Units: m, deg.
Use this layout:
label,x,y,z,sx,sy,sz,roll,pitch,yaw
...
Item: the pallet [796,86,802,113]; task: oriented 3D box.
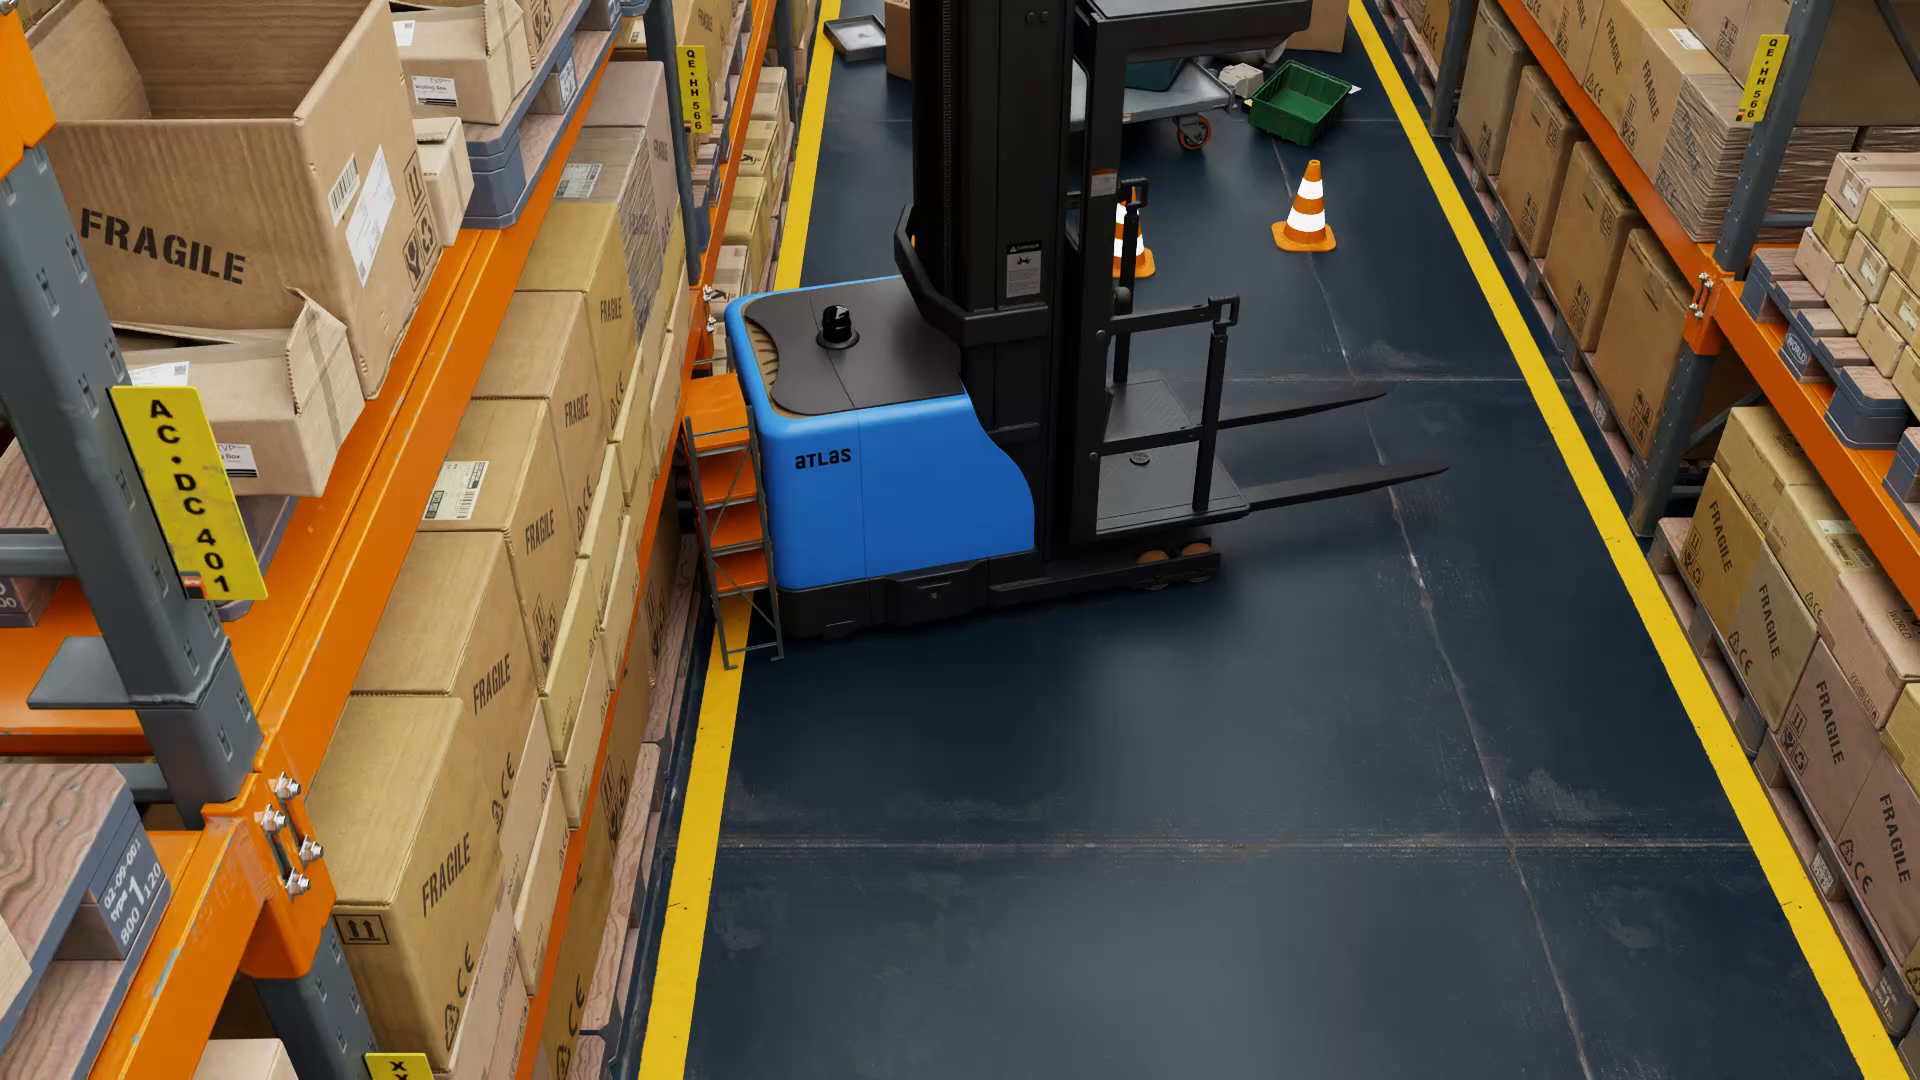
label,x,y,z,sx,sy,sz,roll,pitch,yaw
pallet,-1.541,-2.981,10.802,1.003,0.211,1.213,0,39,0

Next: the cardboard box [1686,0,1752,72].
label,x,y,z,sx,sy,sz,roll,pitch,yaw
cardboard box,3.457,-2.241,6.769,0.700,0.500,0.500,-1,39,-1

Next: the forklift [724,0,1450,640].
label,x,y,z,sx,sy,sz,roll,pitch,yaw
forklift,0.602,-1.245,6.460,3.031,2.935,1.130,-10,40,-12

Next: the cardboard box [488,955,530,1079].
label,x,y,z,sx,sy,sz,roll,pitch,yaw
cardboard box,-1.232,1.136,3.553,0.500,0.250,0.500,-1,39,-1

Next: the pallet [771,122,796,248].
label,x,y,z,sx,sy,sz,roll,pitch,yaw
pallet,-1.503,-2.075,9.670,1.003,0.211,1.213,0,39,0

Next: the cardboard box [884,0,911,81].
label,x,y,z,sx,sy,sz,roll,pitch,yaw
cardboard box,-0.146,-3.346,11.024,0.500,0.500,0.500,28,46,30

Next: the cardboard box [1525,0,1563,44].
label,x,y,z,sx,sy,sz,roll,pitch,yaw
cardboard box,3.176,-2.798,8.263,0.500,0.500,0.500,0,39,0

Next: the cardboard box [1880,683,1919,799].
label,x,y,z,sx,sy,sz,roll,pitch,yaw
cardboard box,3.198,0.688,5.057,0.500,0.250,0.500,-2,39,-2

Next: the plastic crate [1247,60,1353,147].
label,x,y,z,sx,sy,sz,roll,pitch,yaw
plastic crate,2.135,-2.749,10.485,0.450,0.188,0.662,27,45,16

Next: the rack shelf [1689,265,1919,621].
label,x,y,z,sx,sy,sz,roll,pitch,yaw
rack shelf,3.452,0.316,5.032,1.077,0.370,4.000,0,39,0

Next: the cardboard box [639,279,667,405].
label,x,y,z,sx,sy,sz,roll,pitch,yaw
cardboard box,-1.242,-0.661,5.397,0.500,0.250,0.500,-1,39,-1

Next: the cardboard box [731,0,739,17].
label,x,y,z,sx,sy,sz,roll,pitch,yaw
cardboard box,-1.277,-2.720,7.591,0.500,0.500,0.500,-1,39,-2

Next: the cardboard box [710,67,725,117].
label,x,y,z,sx,sy,sz,roll,pitch,yaw
cardboard box,-1.215,-1.938,7.134,0.380,0.149,0.250,0,39,0

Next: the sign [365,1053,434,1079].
label,x,y,z,sx,sy,sz,roll,pitch,yaw
sign,-0.941,0.983,2.869,0.100,0.325,0.005,0,39,0

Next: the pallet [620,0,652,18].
label,x,y,z,sx,sy,sz,roll,pitch,yaw
pallet,-1.447,-1.842,4.903,1.213,0.211,1.003,2,39,2

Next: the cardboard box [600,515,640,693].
label,x,y,z,sx,sy,sz,roll,pitch,yaw
cardboard box,-1.210,0.180,4.747,0.500,0.250,0.500,-1,39,-1

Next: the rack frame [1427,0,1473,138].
label,x,y,z,sx,sy,sz,roll,pitch,yaw
rack frame,3.445,-3.716,9.489,1.000,3.000,0.127,0,39,0

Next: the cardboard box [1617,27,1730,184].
label,x,y,z,sx,sy,sz,roll,pitch,yaw
cardboard box,3.181,-1.847,7.077,0.500,0.500,0.500,0,39,0

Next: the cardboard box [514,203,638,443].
label,x,y,z,sx,sy,sz,roll,pitch,yaw
cardboard box,-1.236,-0.623,4.749,0.500,0.500,0.500,0,39,0

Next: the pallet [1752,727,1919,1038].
label,x,y,z,sx,sy,sz,roll,pitch,yaw
pallet,3.447,1.123,5.680,1.003,0.211,1.213,0,39,0

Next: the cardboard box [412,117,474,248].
label,x,y,z,sx,sy,sz,roll,pitch,yaw
cardboard box,-1.147,-0.682,3.154,0.380,0.166,0.250,-3,39,-3

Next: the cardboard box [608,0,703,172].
label,x,y,z,sx,sy,sz,roll,pitch,yaw
cardboard box,-1.270,-1.749,6.380,0.500,0.500,0.500,-1,39,-1

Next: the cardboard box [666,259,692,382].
label,x,y,z,sx,sy,sz,roll,pitch,yaw
cardboard box,-1.240,-0.774,5.937,0.500,0.250,0.500,-1,39,-2

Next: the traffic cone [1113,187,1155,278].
label,x,y,z,sx,sy,sz,roll,pitch,yaw
traffic cone,0.897,-1.705,9.007,0.336,0.463,0.334,0,39,0

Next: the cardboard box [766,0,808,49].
label,x,y,z,sx,sy,sz,roll,pitch,yaw
cardboard box,-1.236,-3.402,10.360,0.500,0.500,0.500,2,39,2

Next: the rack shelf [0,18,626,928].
label,x,y,z,sx,sy,sz,roll,pitch,yaw
rack shelf,-1.498,-0.787,4.010,1.077,0.370,4.000,0,39,0

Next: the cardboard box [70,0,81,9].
label,x,y,z,sx,sy,sz,roll,pitch,yaw
cardboard box,-6.170,-3.676,11.302,0.500,0.250,0.500,1,39,1

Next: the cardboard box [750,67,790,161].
label,x,y,z,sx,sy,sz,roll,pitch,yaw
cardboard box,-1.502,-2.460,9.687,0.950,0.372,0.625,0,39,1

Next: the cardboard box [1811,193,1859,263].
label,x,y,z,sx,sy,sz,roll,pitch,yaw
cardboard box,3.249,-1.095,5.845,0.380,0.149,0.250,2,39,2

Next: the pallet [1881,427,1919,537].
label,x,y,z,sx,sy,sz,roll,pitch,yaw
pallet,3.493,0.098,4.883,1.003,0.211,1.213,0,39,0

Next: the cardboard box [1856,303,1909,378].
label,x,y,z,sx,sy,sz,roll,pitch,yaw
cardboard box,3.249,-0.664,5.546,0.380,0.149,0.250,2,39,2

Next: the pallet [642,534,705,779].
label,x,y,z,sx,sy,sz,roll,pitch,yaw
pallet,-1.575,0.433,6.541,1.003,0.211,1.213,0,39,0

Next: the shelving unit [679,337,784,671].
label,x,y,z,sx,sy,sz,roll,pitch,yaw
shelving unit,-0.900,-0.124,6.432,0.258,1.200,0.503,-11,39,-11

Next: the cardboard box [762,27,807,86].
label,x,y,z,sx,sy,sz,roll,pitch,yaw
cardboard box,-1.236,-3.110,10.595,0.500,0.250,0.500,-2,39,-2

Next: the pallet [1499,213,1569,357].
label,x,y,z,sx,sy,sz,roll,pitch,yaw
pallet,3.525,-1.381,8.804,1.003,0.211,1.213,0,39,0

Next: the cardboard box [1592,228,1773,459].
label,x,y,z,sx,sy,sz,roll,pitch,yaw
cardboard box,3.539,-0.882,7.415,1.050,0.750,0.750,-1,39,-1

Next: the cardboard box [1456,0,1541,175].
label,x,y,z,sx,sy,sz,roll,pitch,yaw
cardboard box,3.536,-2.614,9.577,1.050,0.750,0.750,0,39,0

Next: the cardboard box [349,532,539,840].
label,x,y,z,sx,sy,sz,roll,pitch,yaw
cardboard box,-1.237,0.330,3.560,0.500,0.500,0.500,0,39,0

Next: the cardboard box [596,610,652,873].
label,x,y,z,sx,sy,sz,roll,pitch,yaw
cardboard box,-1.586,0.507,5.582,0.875,0.875,0.875,0,39,1

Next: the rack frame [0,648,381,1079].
label,x,y,z,sx,sy,sz,roll,pitch,yaw
rack frame,-1.496,1.353,3.163,1.000,3.000,0.127,0,39,0

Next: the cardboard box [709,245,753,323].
label,x,y,z,sx,sy,sz,roll,pitch,yaw
cardboard box,-1.500,-1.102,7.991,0.950,0.372,0.625,-1,39,-1

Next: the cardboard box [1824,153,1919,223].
label,x,y,z,sx,sy,sz,roll,pitch,yaw
cardboard box,3.256,-1.221,5.765,0.380,0.149,0.250,0,39,0

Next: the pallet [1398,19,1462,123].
label,x,y,z,sx,sy,sz,roll,pitch,yaw
pallet,3.522,-3.104,10.954,1.003,0.211,1.213,0,39,0

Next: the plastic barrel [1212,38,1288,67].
label,x,y,z,sx,sy,sz,roll,pitch,yaw
plastic barrel,1.910,-3.419,11.178,0.512,0.421,0.421,28,46,30

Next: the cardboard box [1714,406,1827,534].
label,x,y,z,sx,sy,sz,roll,pitch,yaw
cardboard box,3.208,-0.265,6.245,0.500,0.250,0.500,-2,39,-2

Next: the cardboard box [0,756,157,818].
label,x,y,z,sx,sy,sz,roll,pitch,yaw
cardboard box,-1.747,0.645,3.167,0.500,0.500,0.500,1,39,1

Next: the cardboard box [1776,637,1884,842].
label,x,y,z,sx,sy,sz,roll,pitch,yaw
cardboard box,3.205,0.674,5.673,0.500,0.500,0.500,-1,39,-1

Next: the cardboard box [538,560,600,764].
label,x,y,z,sx,sy,sz,roll,pitch,yaw
cardboard box,-1.217,0.300,4.198,0.500,0.250,0.500,0,39,1

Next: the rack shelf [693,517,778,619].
label,x,y,z,sx,sy,sz,roll,pitch,yaw
rack shelf,-0.892,0.085,6.596,0.258,0.148,0.480,-11,39,-11

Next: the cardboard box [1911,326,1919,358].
label,x,y,z,sx,sy,sz,roll,pitch,yaw
cardboard box,3.256,-0.600,5.228,0.380,0.149,0.250,0,39,0

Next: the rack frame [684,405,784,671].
label,x,y,z,sx,sy,sz,roll,pitch,yaw
rack frame,-0.836,0.020,6.246,0.240,1.200,0.015,-11,39,-11

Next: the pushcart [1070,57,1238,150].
label,x,y,z,sx,sy,sz,roll,pitch,yaw
pushcart,0.775,-2.659,10.267,1.648,0.377,0.936,-13,40,-16
